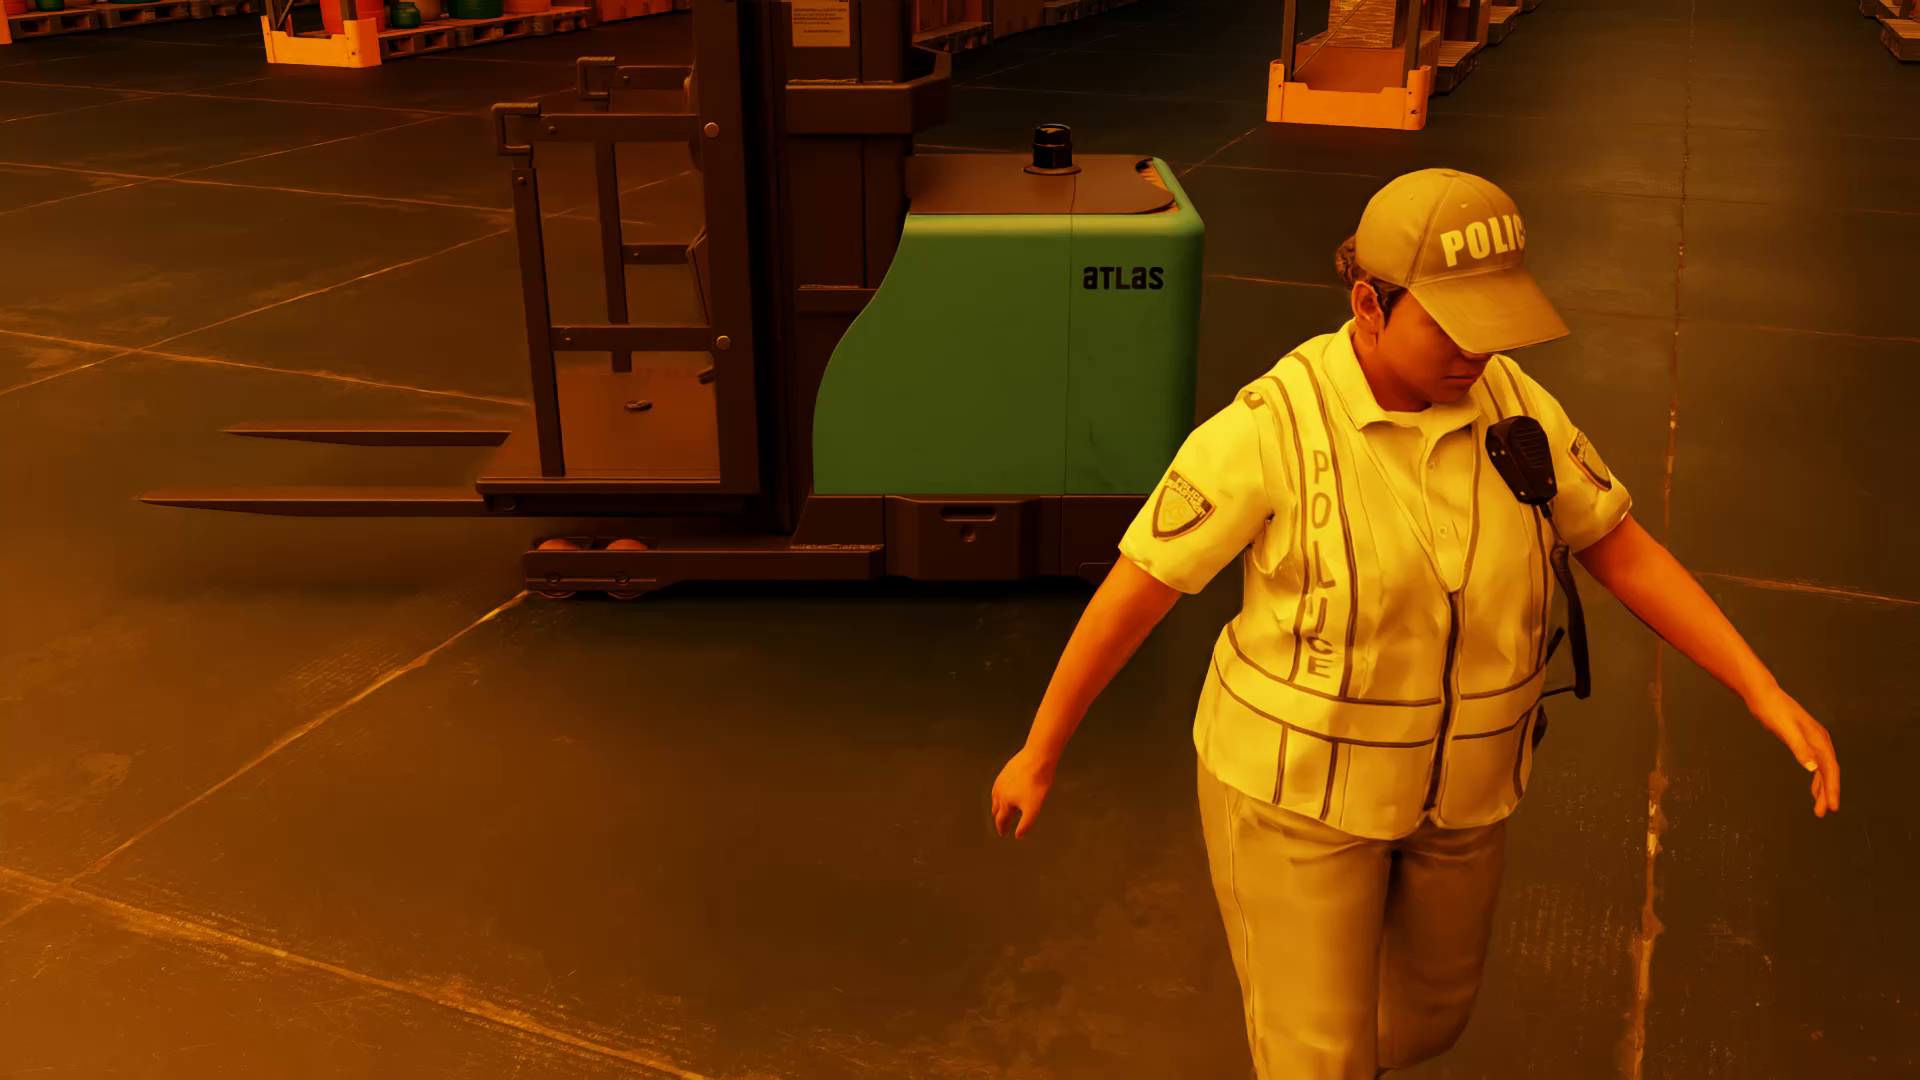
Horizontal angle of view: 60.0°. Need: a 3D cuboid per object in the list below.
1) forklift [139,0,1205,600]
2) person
[{"bbox_3d":[-0.853,-1.389,4.615,3.031,2.935,1.130,0,23,0],"label":"forklift"},{"bbox_3d":[0.518,0.344,2.170,0.884,1.644,0.718,-6,24,-15],"label":"person"}]
